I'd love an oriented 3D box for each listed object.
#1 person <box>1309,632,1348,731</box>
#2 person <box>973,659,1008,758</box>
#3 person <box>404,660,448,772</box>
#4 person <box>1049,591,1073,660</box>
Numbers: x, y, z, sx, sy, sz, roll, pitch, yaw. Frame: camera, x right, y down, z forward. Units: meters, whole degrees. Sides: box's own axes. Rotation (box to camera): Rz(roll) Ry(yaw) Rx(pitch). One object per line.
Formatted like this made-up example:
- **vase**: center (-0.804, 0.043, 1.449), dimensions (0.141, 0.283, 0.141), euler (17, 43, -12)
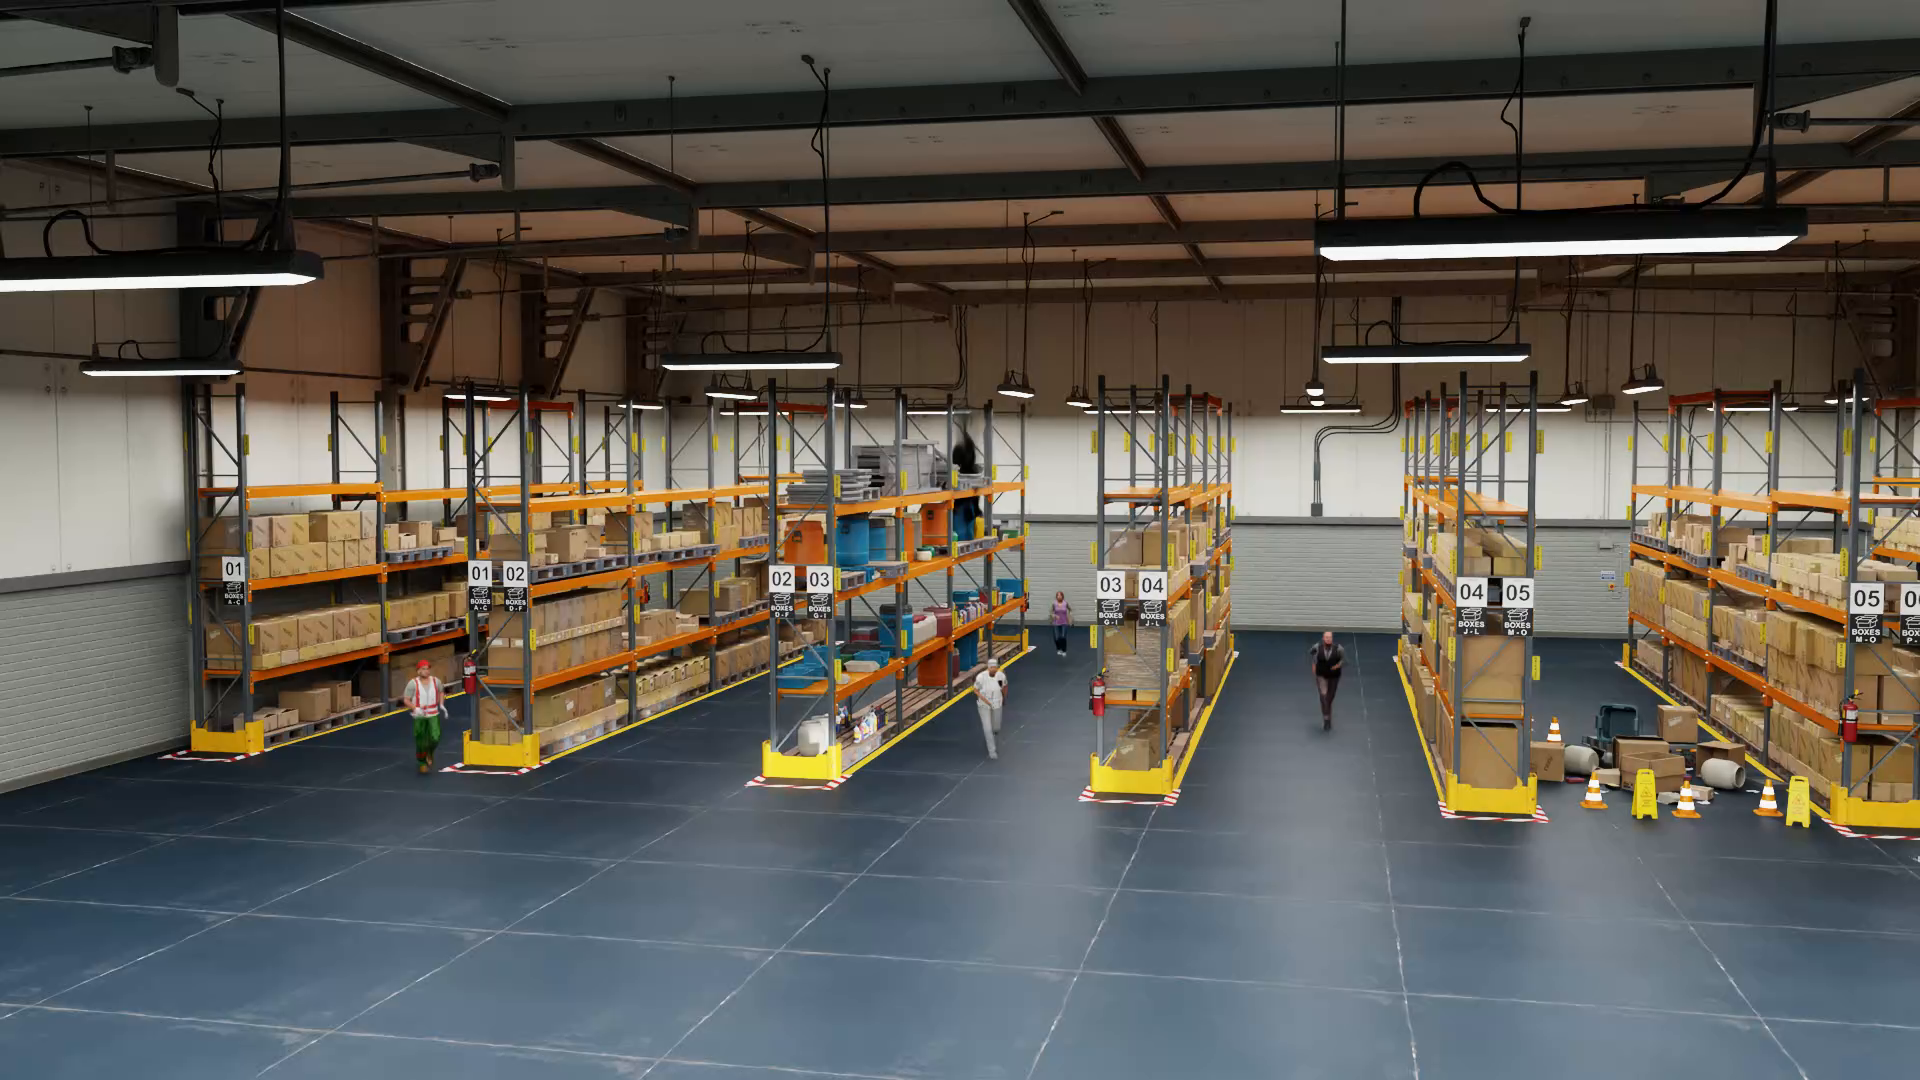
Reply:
- **person**: center (6.543, 2.467, 29.595), dimensions (0.661, 1.727, 1.082), euler (0, 3, 5)
- **person**: center (0.494, 2.688, 26.763), dimensions (0.572, 1.609, 0.741), euler (0, 3, -5)
- **person**: center (-8.100, 2.681, 25.278), dimensions (0.661, 1.735, 0.643), euler (-2, 4, -31)
- **person**: center (2.261, 1.930, 37.373), dimensions (0.511, 1.546, 0.631), euler (1, 3, 9)
